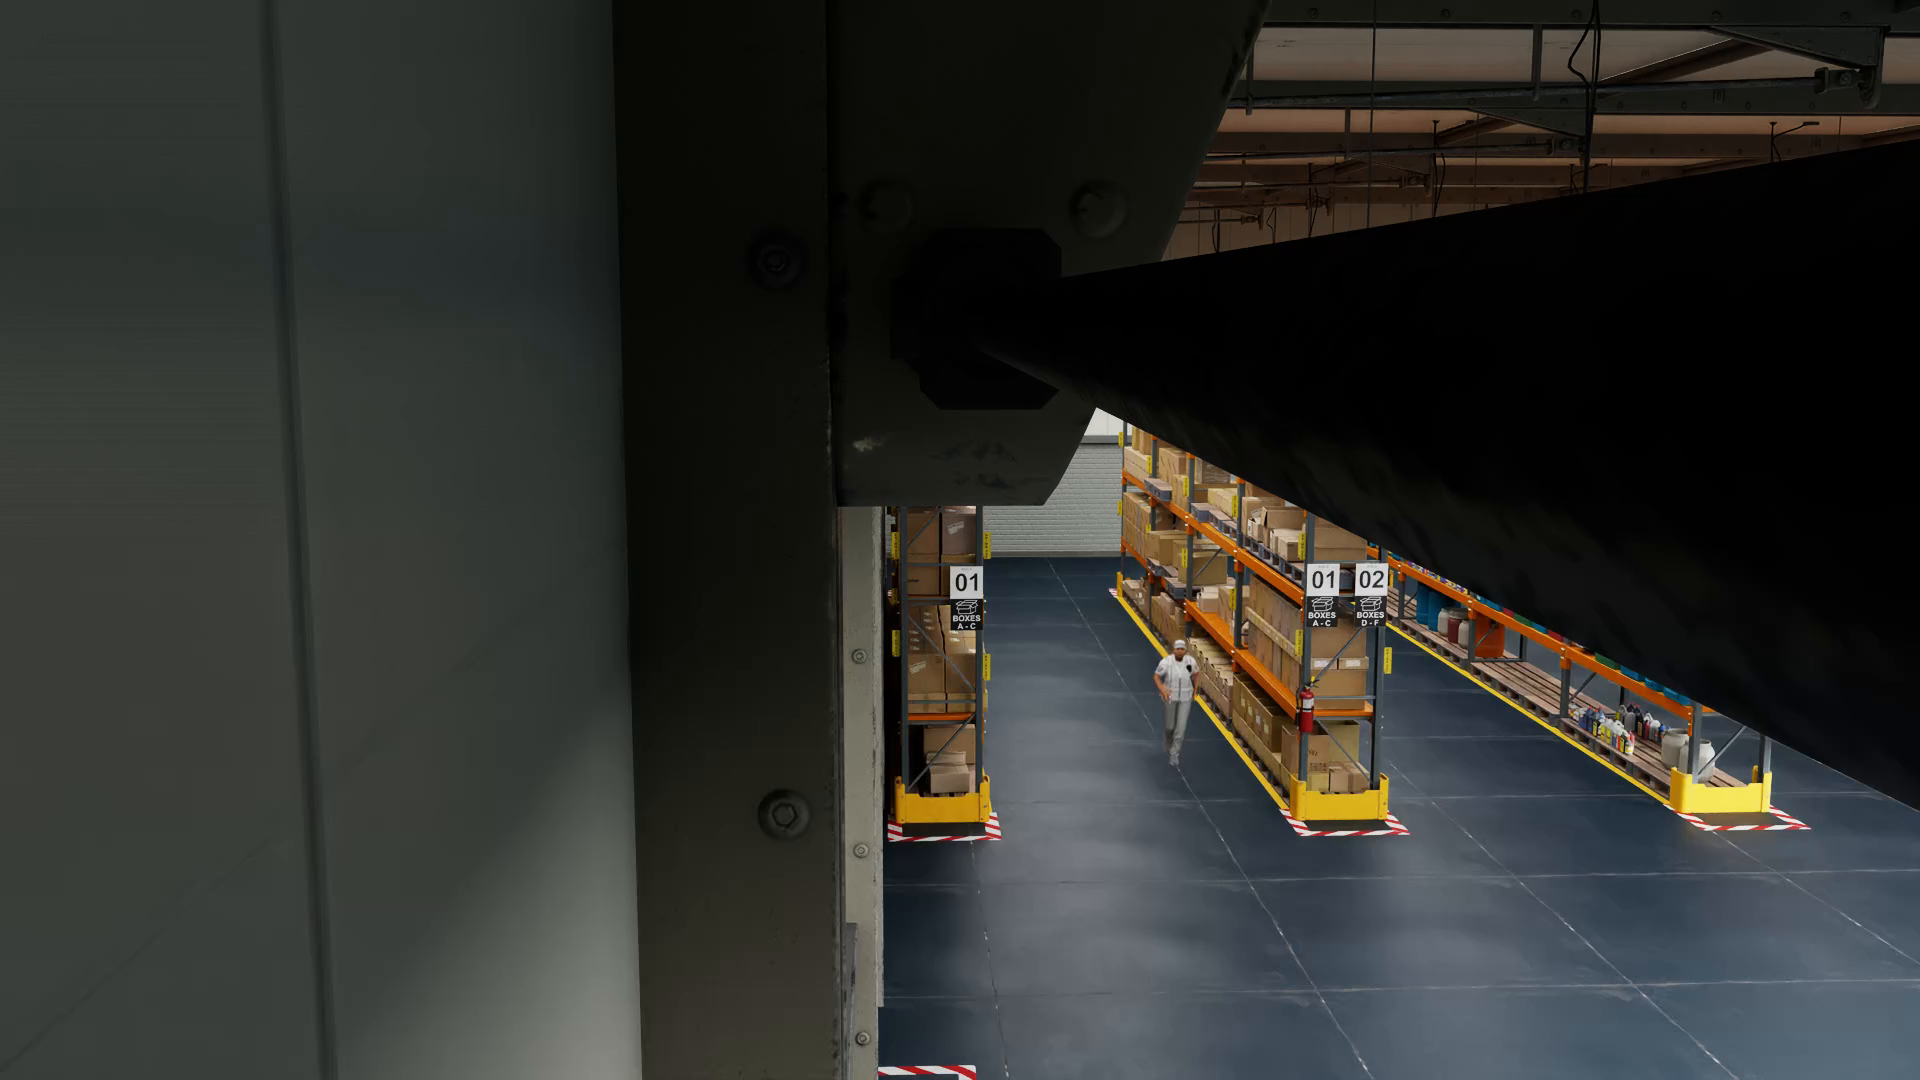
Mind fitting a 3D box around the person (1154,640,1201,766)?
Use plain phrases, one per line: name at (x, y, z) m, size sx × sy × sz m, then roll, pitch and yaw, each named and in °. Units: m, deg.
person at (2.910, 2.130, 22.257) m, size 0.630 × 1.650 × 0.699 m, roll 0°, pitch 8°, yaw 1°
